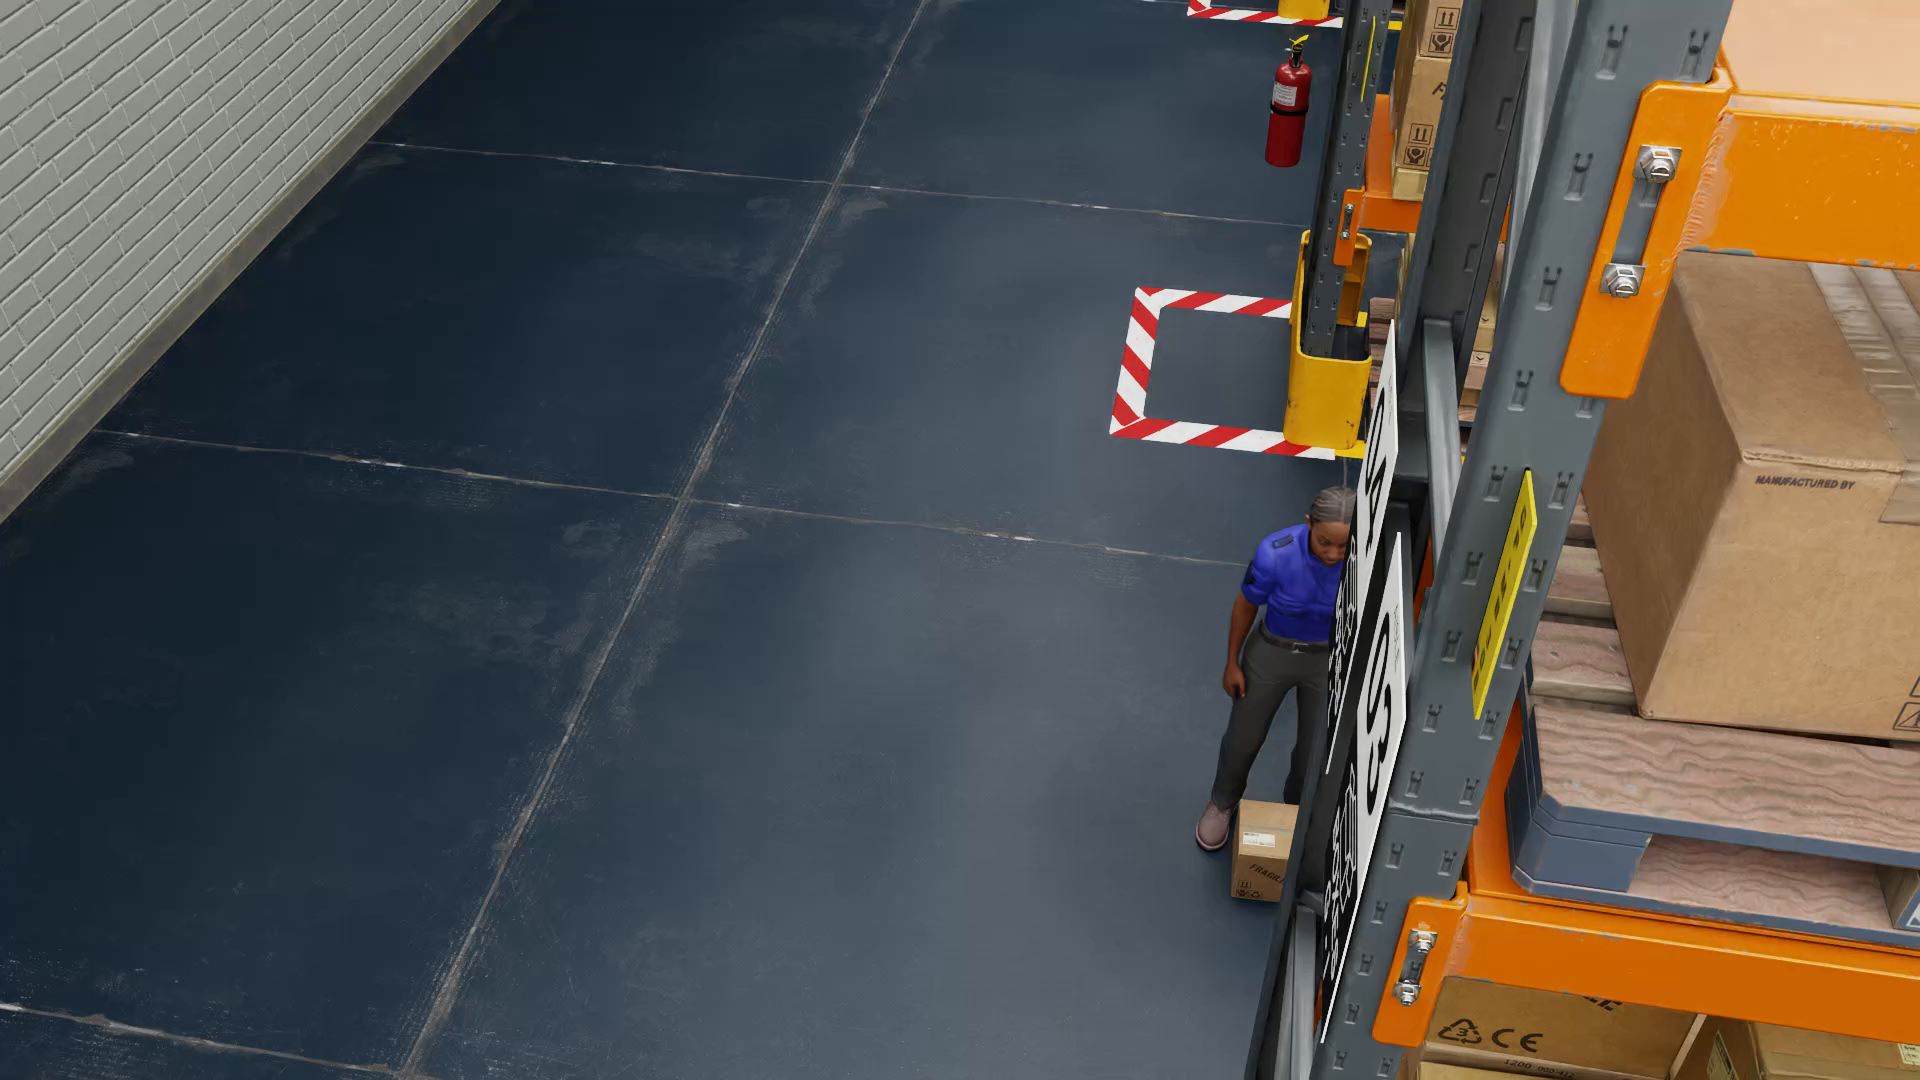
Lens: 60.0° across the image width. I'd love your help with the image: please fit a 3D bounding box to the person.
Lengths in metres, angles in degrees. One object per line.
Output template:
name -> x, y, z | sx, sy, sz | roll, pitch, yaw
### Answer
person -> 1.143, 0.435, 5.657 | 0.523, 1.655, 0.351 | 6, 41, 6
